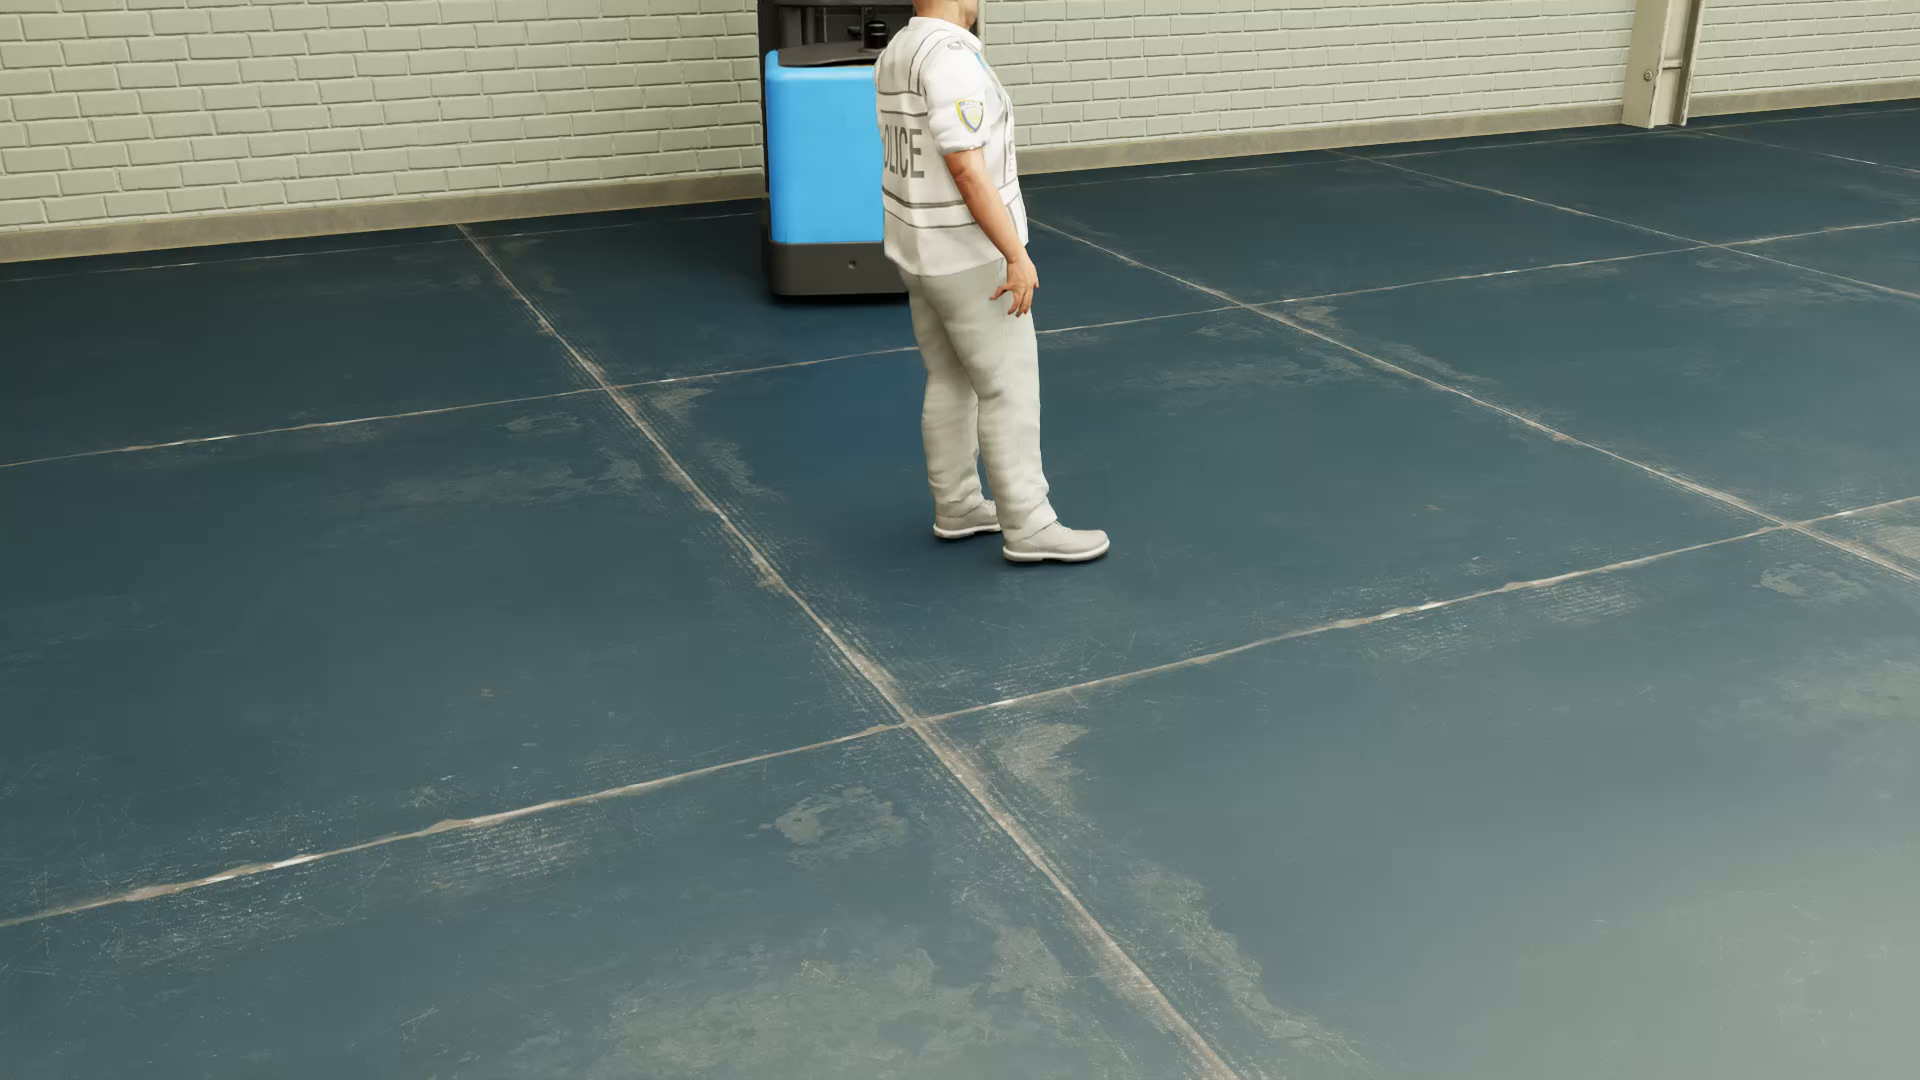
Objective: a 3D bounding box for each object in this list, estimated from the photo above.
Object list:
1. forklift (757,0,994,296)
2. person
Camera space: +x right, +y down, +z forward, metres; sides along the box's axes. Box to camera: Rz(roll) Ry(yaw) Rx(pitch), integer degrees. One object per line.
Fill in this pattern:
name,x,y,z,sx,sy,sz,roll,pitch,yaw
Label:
forklift,-0.503,-2.998,8.504,1.130,2.935,3.031,-2,23,-6
person,0.076,-0.839,4.783,0.574,1.780,0.641,-10,25,-23
